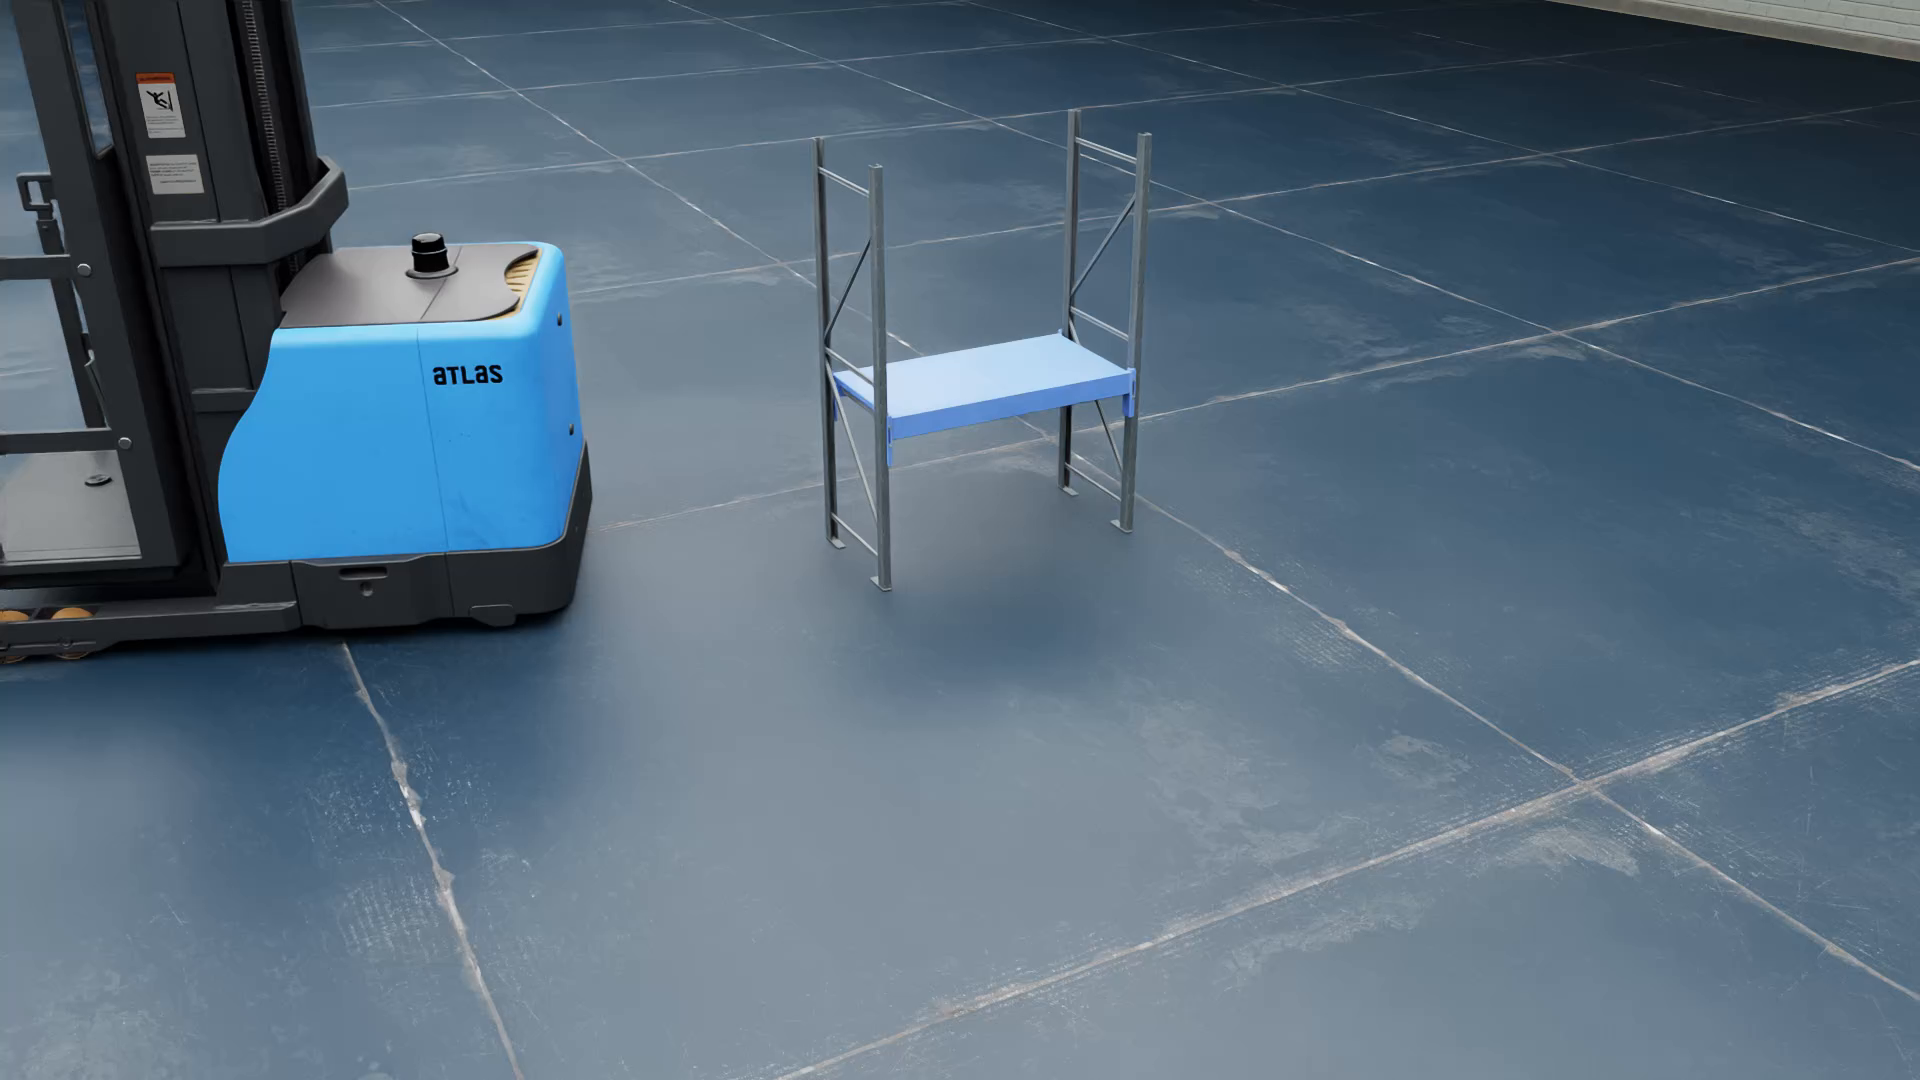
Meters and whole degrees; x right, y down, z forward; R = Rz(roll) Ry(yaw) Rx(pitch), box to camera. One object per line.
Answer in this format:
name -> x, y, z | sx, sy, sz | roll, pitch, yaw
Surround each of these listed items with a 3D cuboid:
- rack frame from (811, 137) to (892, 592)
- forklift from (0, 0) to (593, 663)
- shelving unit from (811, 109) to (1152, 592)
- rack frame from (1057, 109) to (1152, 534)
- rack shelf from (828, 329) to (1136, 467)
rack frame -> -0.373, -0.590, 5.746 | 0.032, 1.500, 0.500 | -13, 29, -25
forklift -> -2.874, -1.163, 5.286 | 3.031, 2.935, 1.130 | -3, 26, -6
shelving unit -> 0.075, -0.693, 5.962 | 1.048, 1.500, 0.538 | -13, 29, -25
rack frame -> 0.524, -0.797, 6.177 | 0.032, 1.500, 0.500 | -13, 29, -25
rack shelf -> 0.075, -0.531, 6.039 | 1.000, 0.185, 0.538 | -13, 29, -25
